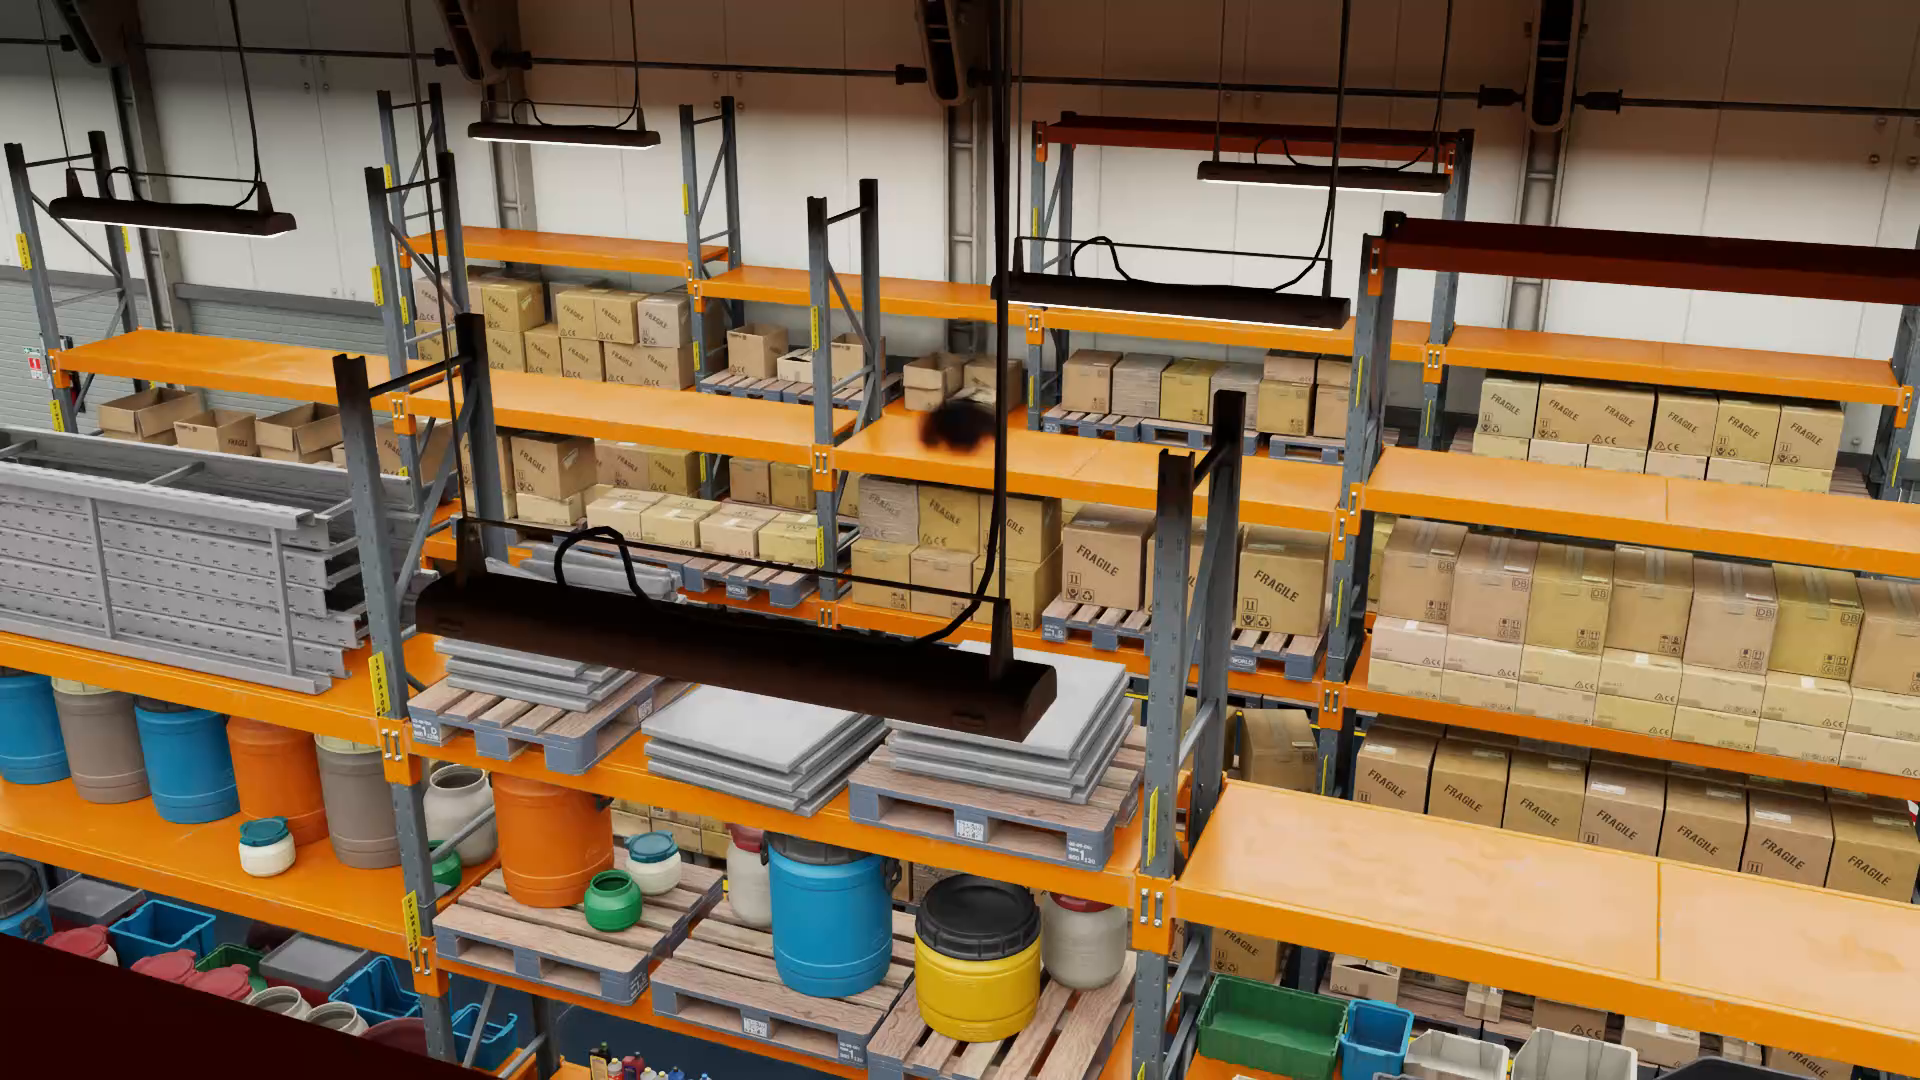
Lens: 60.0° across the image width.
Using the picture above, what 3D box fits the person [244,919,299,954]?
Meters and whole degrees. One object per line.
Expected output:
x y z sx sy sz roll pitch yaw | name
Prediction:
-4.552 3.139 11.877 0.992 1.684 0.547 -2 21 -5 | person
